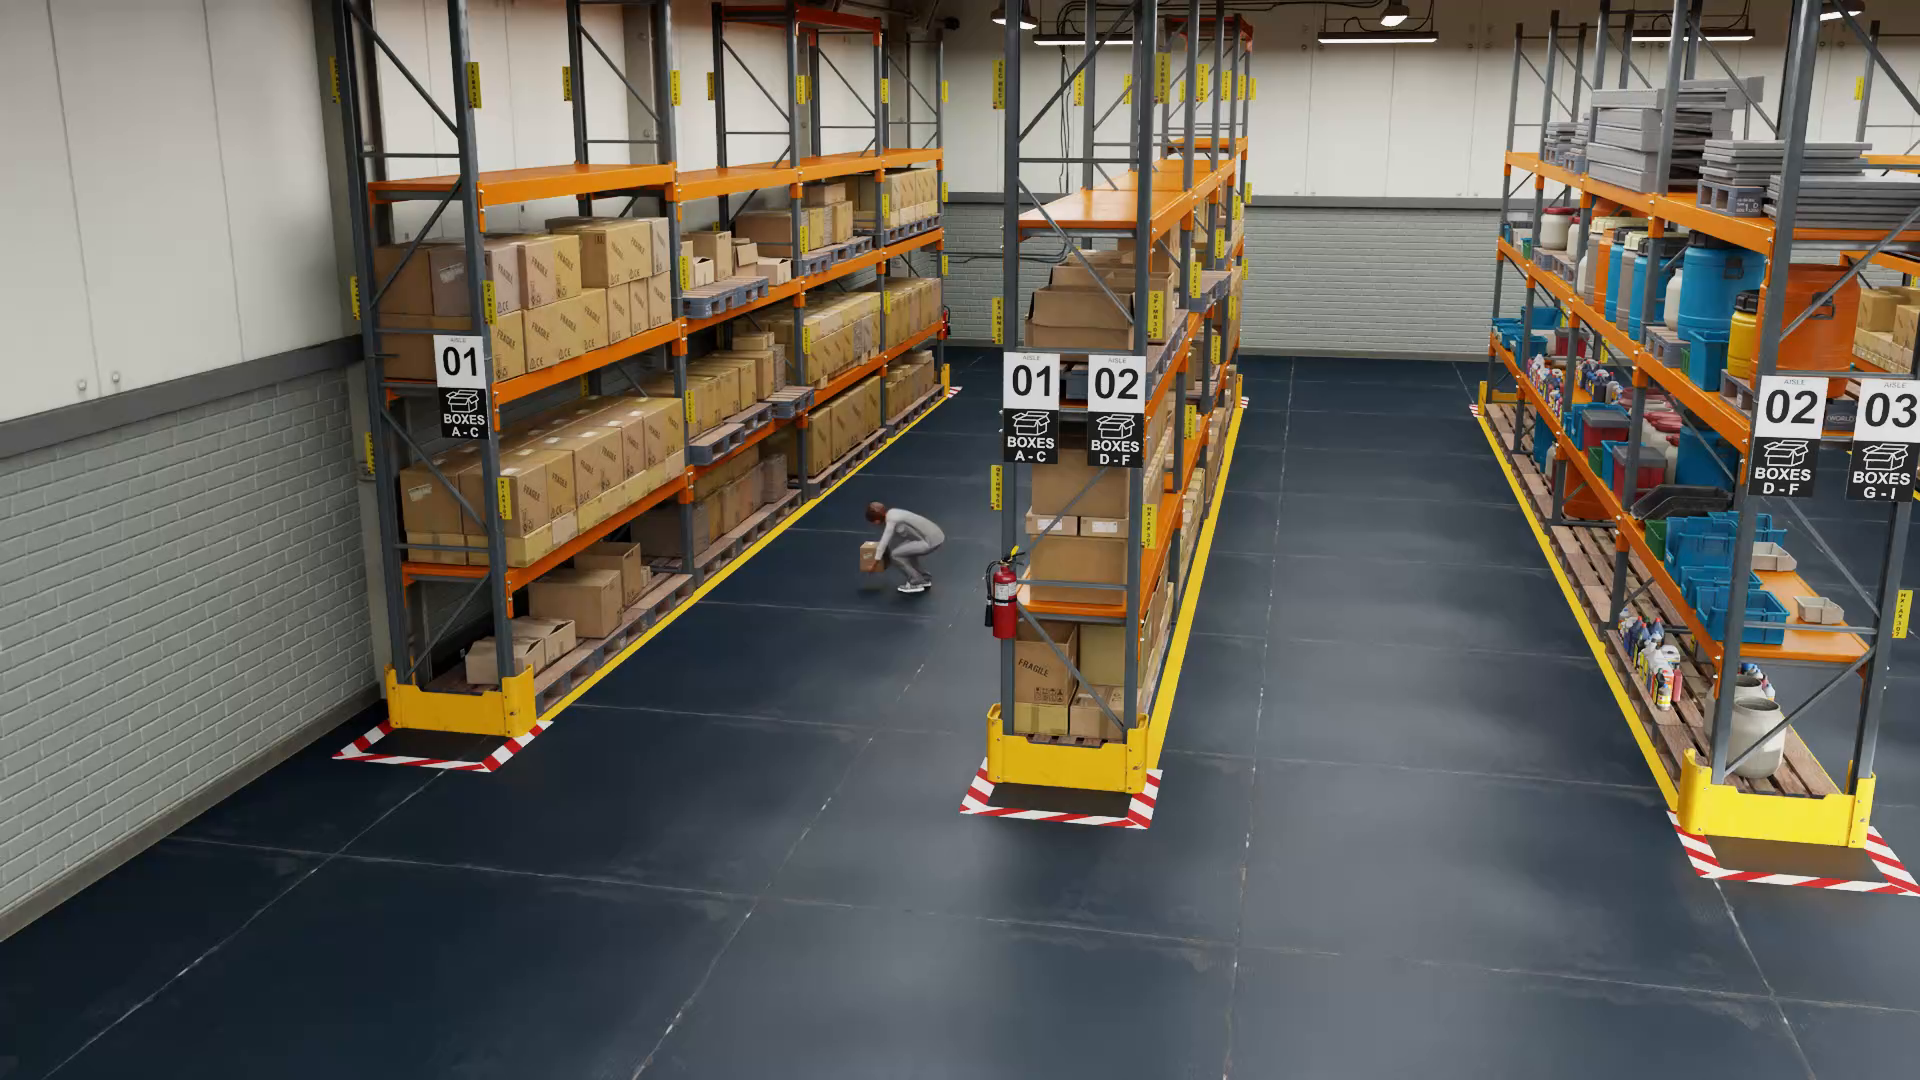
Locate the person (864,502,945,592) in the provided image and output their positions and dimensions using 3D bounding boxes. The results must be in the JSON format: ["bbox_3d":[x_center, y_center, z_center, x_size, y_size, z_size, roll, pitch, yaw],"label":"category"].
[{"bbox_3d":[-0.563,0.064,17.134,0.814,0.913,0.420,3,15,10],"label":"person"}]
